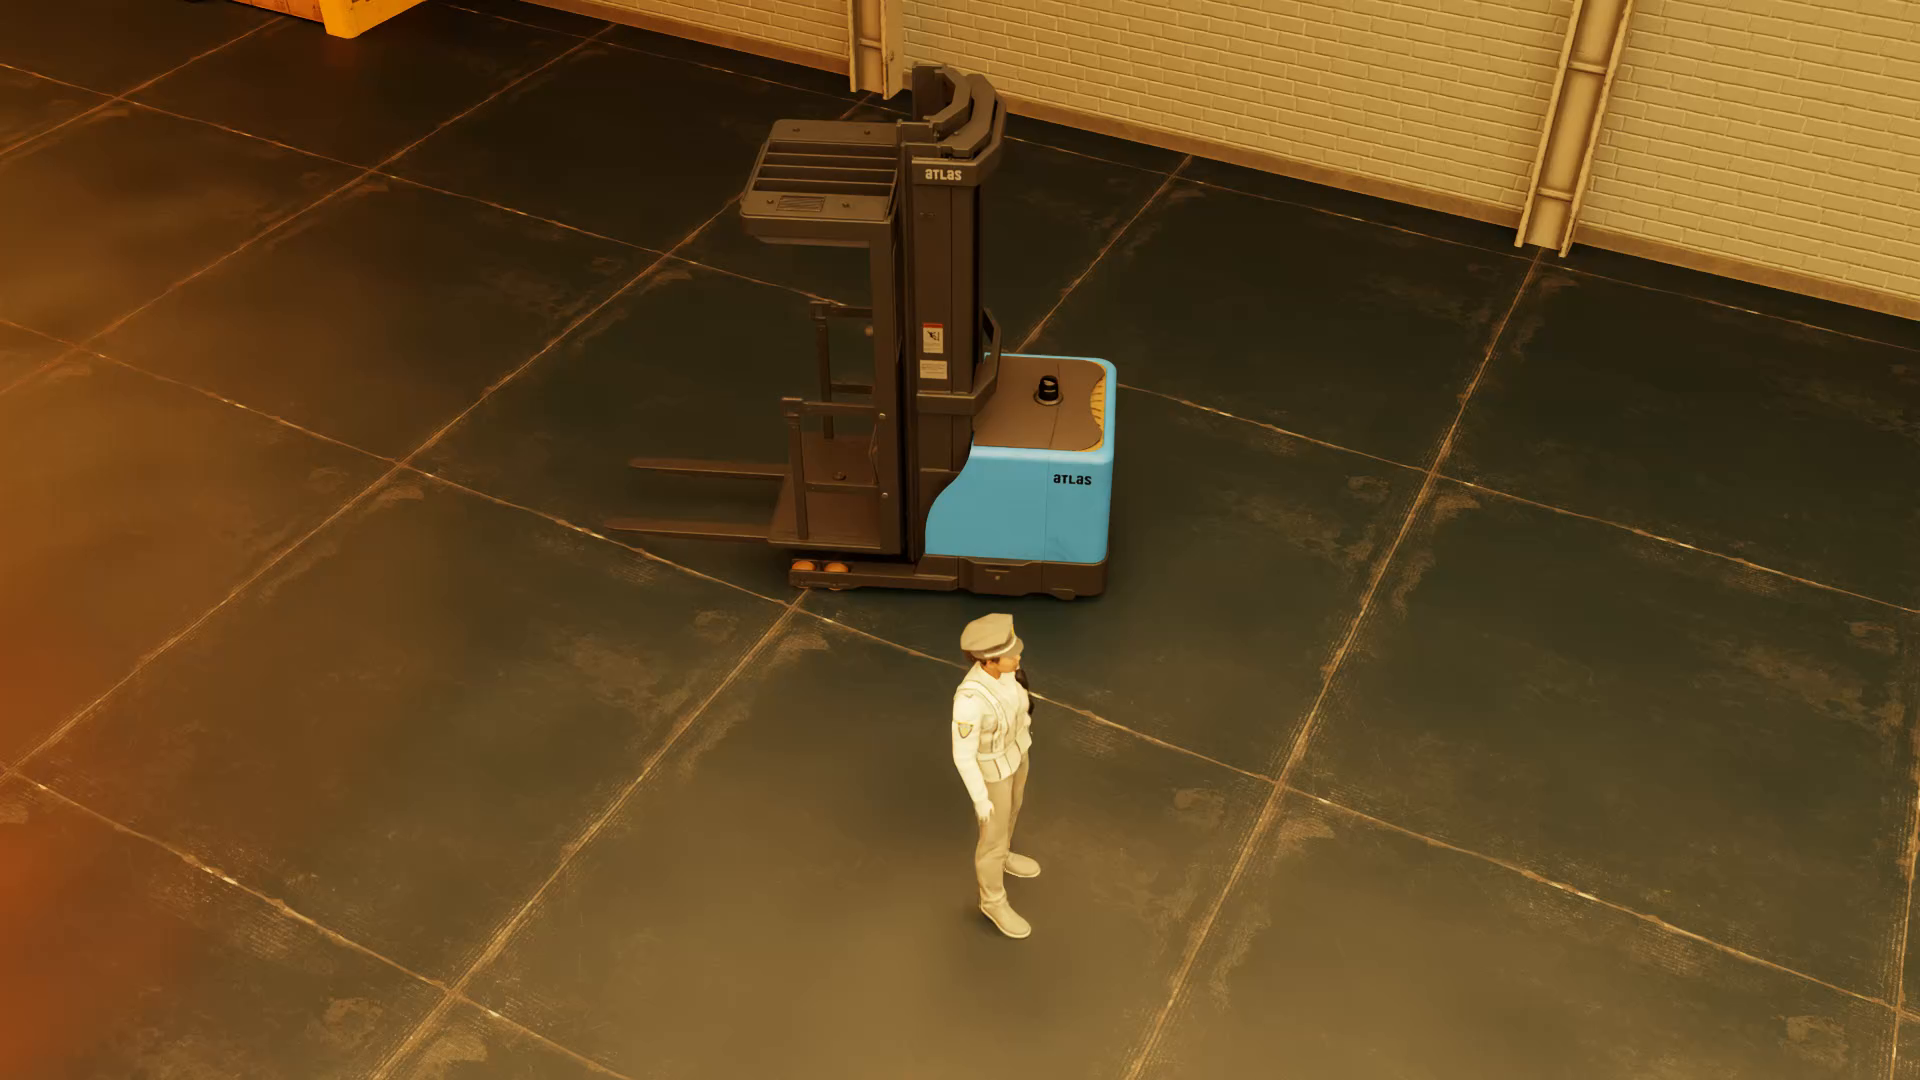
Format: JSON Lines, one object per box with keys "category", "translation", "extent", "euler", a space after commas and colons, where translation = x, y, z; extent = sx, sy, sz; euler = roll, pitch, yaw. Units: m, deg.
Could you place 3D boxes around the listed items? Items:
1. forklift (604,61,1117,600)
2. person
{"category": "forklift", "translation": [-0.606, -1.157, 9.360], "extent": [3.031, 2.935, 1.130], "euler": [3, 40, 4]}
{"category": "person", "translation": [0.223, 1.049, 7.708], "extent": [0.477, 1.705, 0.606], "euler": [17, 43, 19]}
